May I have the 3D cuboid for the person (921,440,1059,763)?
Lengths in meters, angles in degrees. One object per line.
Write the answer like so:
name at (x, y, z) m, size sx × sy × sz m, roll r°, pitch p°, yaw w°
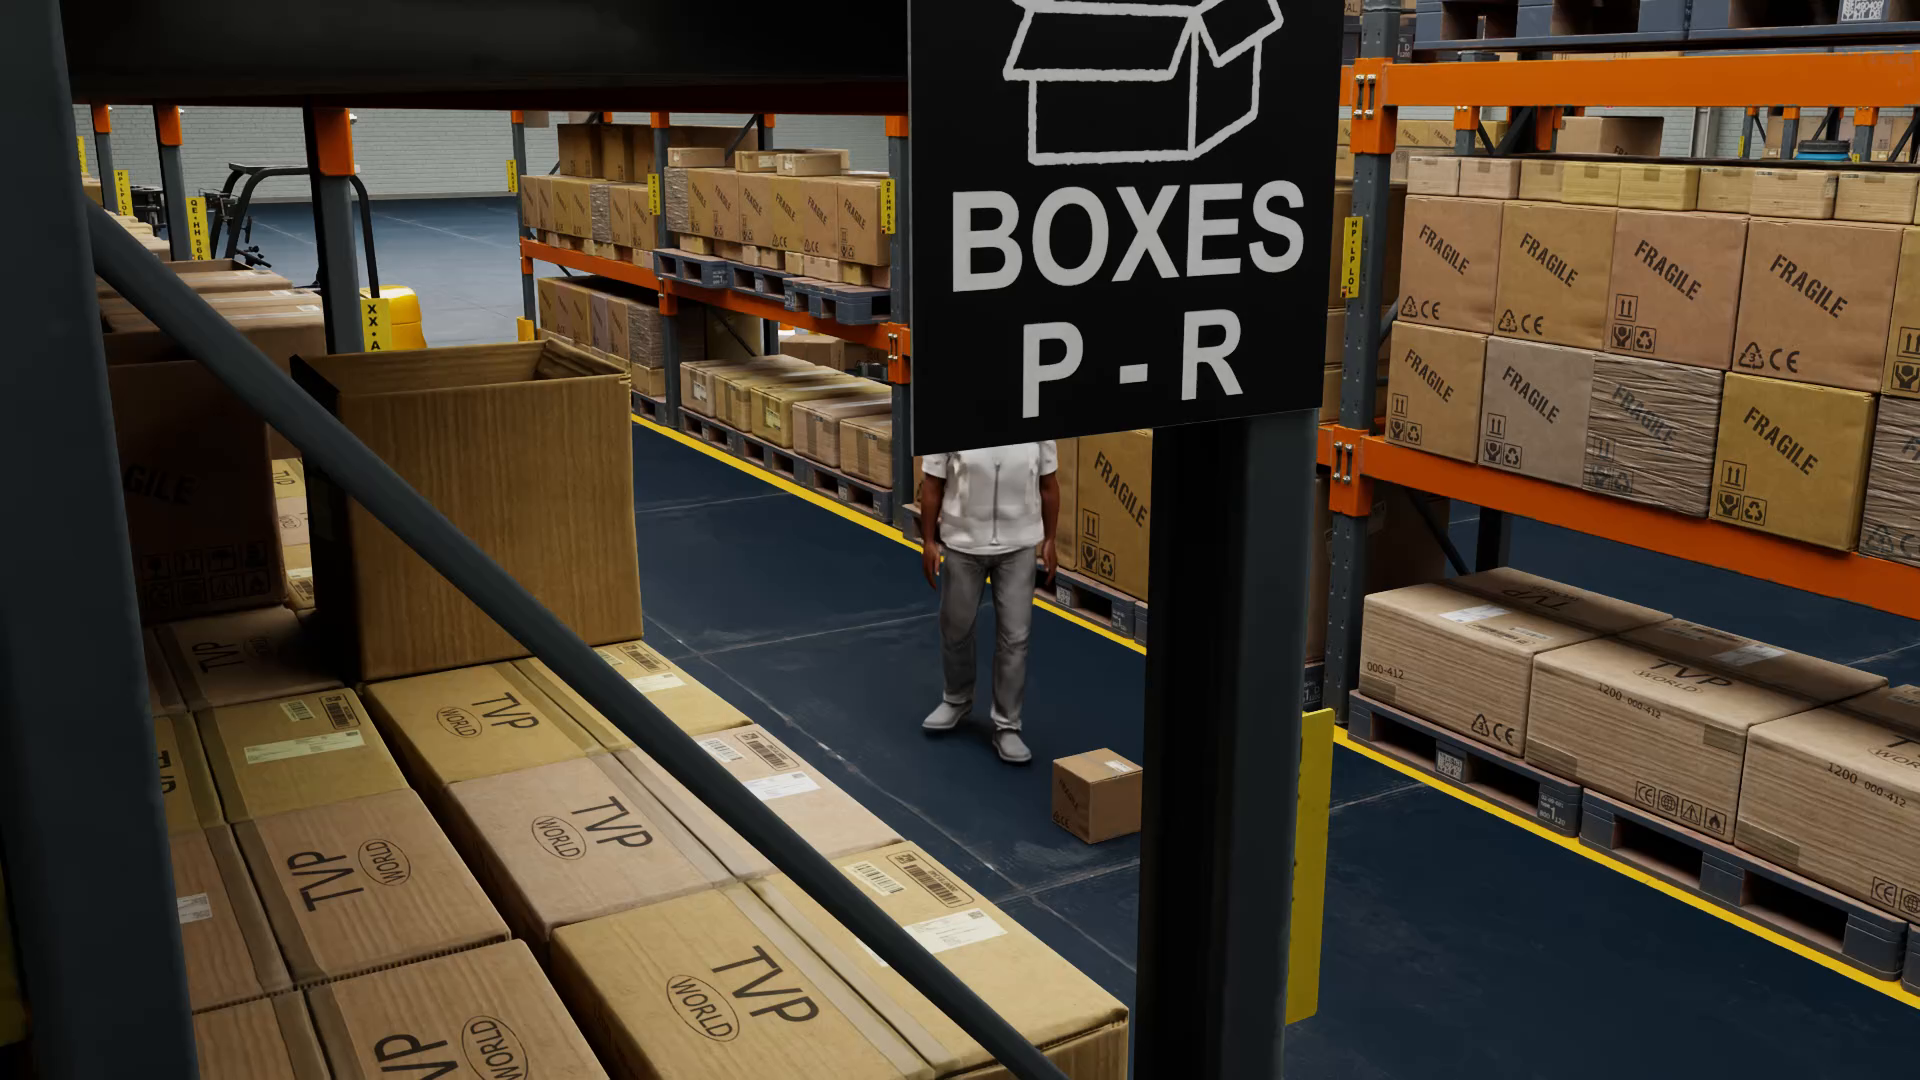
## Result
person at (0.123, 0.015, 6.900) m, size 0.574 × 1.771 × 0.599 m, roll -1°, pitch 15°, yaw -5°
